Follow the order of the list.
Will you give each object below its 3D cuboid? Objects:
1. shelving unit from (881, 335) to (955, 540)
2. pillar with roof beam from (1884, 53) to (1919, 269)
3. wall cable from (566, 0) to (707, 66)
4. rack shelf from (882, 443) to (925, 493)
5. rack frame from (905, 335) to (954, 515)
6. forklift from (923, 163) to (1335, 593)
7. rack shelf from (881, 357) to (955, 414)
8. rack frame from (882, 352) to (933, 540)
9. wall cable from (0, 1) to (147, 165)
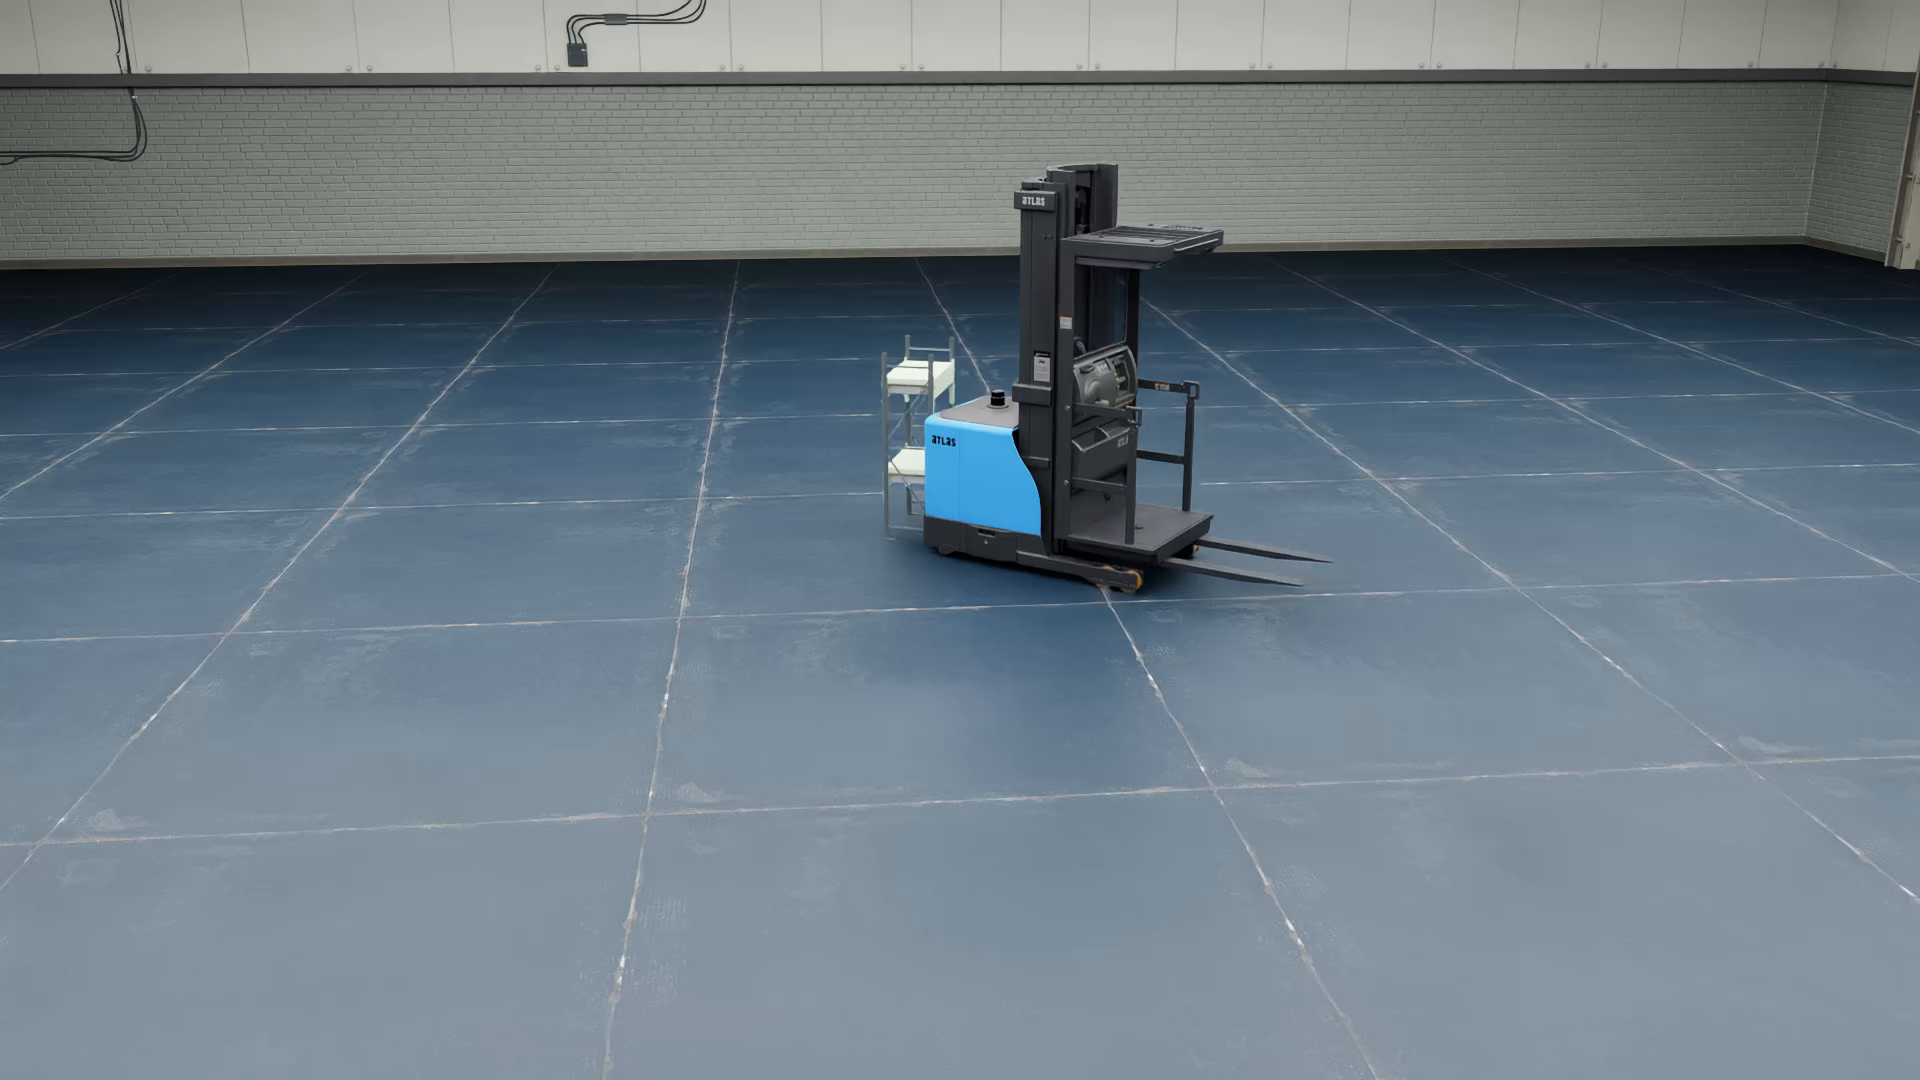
[{"bbox_3d":[-0.324,-0.817,13.275,0.431,1.500,0.755,4,18,12],"label":"shelving unit"},{"bbox_3d":[11.322,-8.688,25.826,9.100,9.000,0.400,-2,18,-6],"label":"pillar with roof beam"},{"bbox_3d":[-5.273,-10.677,26.485,2.305,6.003,0.169,-2,18,-6],"label":"wall cable"},{"bbox_3d":[-0.324,-0.506,13.372,0.431,0.370,0.720,4,18,12],"label":"rack shelf"},{"bbox_3d":[-0.246,-0.924,13.616,0.400,1.500,0.023,4,18,12],"label":"rack frame"},{"bbox_3d":[1.242,-1.196,12.092,3.031,2.935,1.130,10,20,30],"label":"forklift"},{"bbox_3d":[-0.324,-1.189,13.158,0.431,0.370,0.720,4,18,12],"label":"rack shelf"},{"bbox_3d":[-0.402,-0.710,12.933,0.400,1.500,0.023,4,18,12],"label":"rack frame"},{"bbox_3d":[-14.717,-7.285,26.541,3.097,2.526,0.112,-2,18,-6],"label":"wall cable"}]
